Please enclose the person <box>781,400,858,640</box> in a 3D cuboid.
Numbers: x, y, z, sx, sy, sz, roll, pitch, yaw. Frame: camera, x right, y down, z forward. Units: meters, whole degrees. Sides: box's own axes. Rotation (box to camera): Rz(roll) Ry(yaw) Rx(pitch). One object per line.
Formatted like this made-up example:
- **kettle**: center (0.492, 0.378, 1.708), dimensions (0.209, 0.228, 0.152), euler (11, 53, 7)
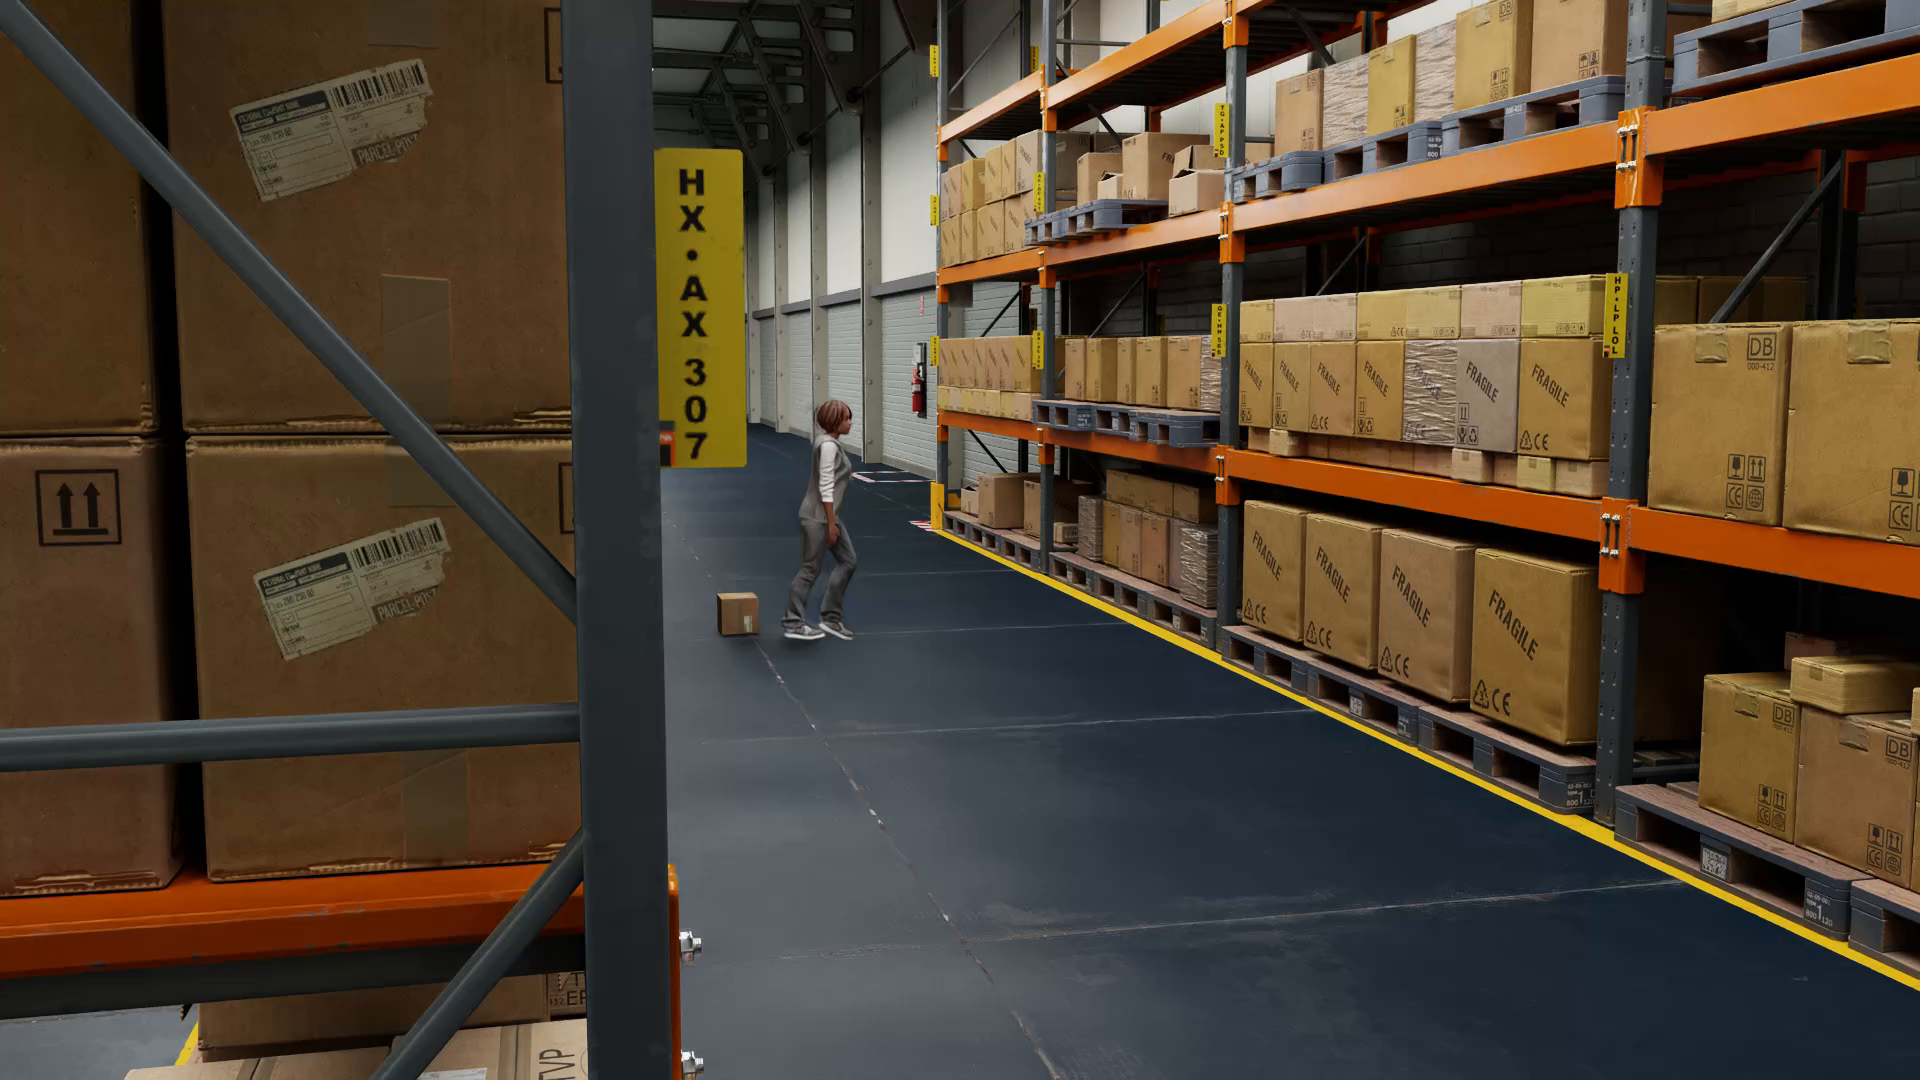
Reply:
- **person**: center (-0.930, -0.112, 10.861), dimensions (0.502, 1.604, 0.442), euler (0, 6, 1)
